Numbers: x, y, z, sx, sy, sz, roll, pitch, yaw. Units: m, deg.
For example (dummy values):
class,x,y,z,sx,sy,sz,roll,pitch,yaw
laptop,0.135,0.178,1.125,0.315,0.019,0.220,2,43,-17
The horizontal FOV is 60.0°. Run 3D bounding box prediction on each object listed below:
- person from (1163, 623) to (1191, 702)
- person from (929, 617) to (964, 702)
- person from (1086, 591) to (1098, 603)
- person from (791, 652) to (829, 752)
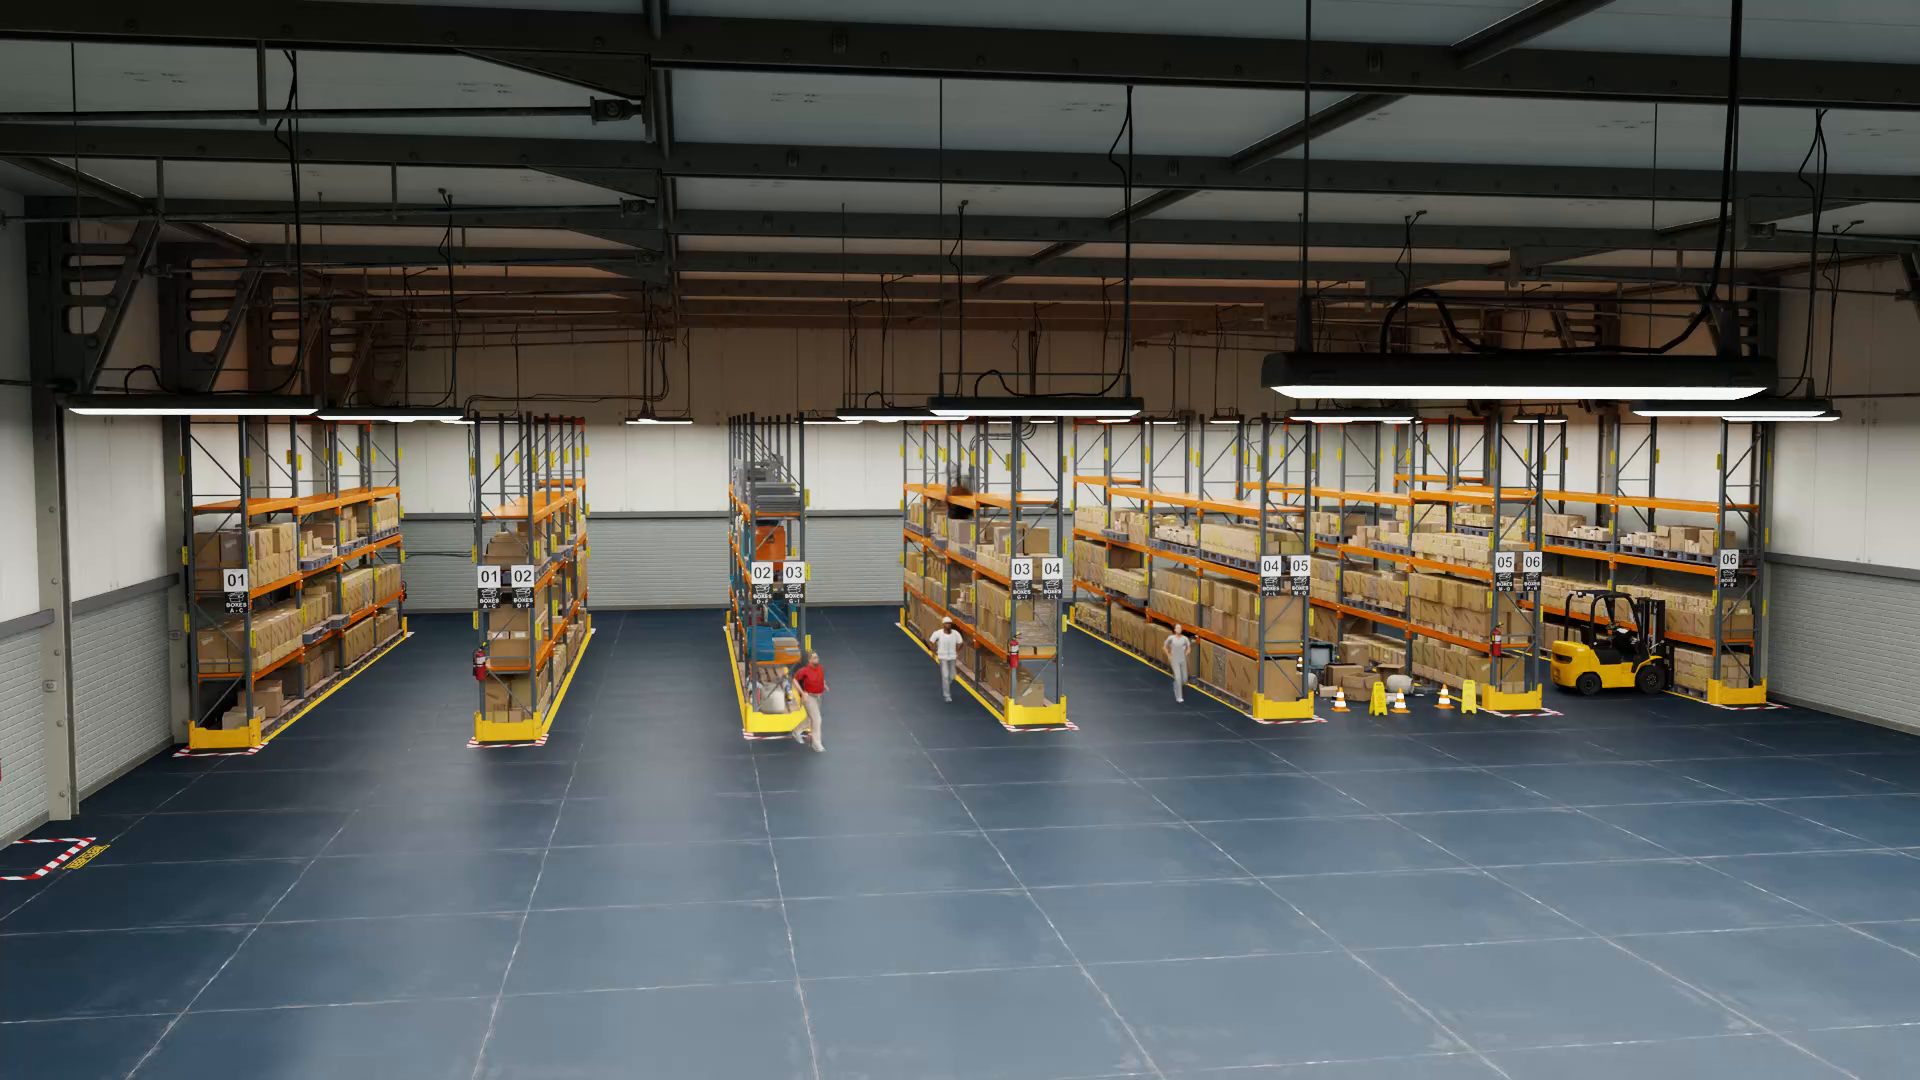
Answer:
class,x,y,z,sx,sy,sz,roll,pitch,yaw
person,4.543,2.541,34.761,0.575,1.632,0.780,-1,4,-10
person,-0.265,2.476,34.745,0.722,1.757,0.835,-1,4,-16
person,4.001,1.570,50.005,0.580,1.557,0.814,2,4,28
person,-2.674,2.860,29.547,0.850,1.774,0.657,2,5,32
